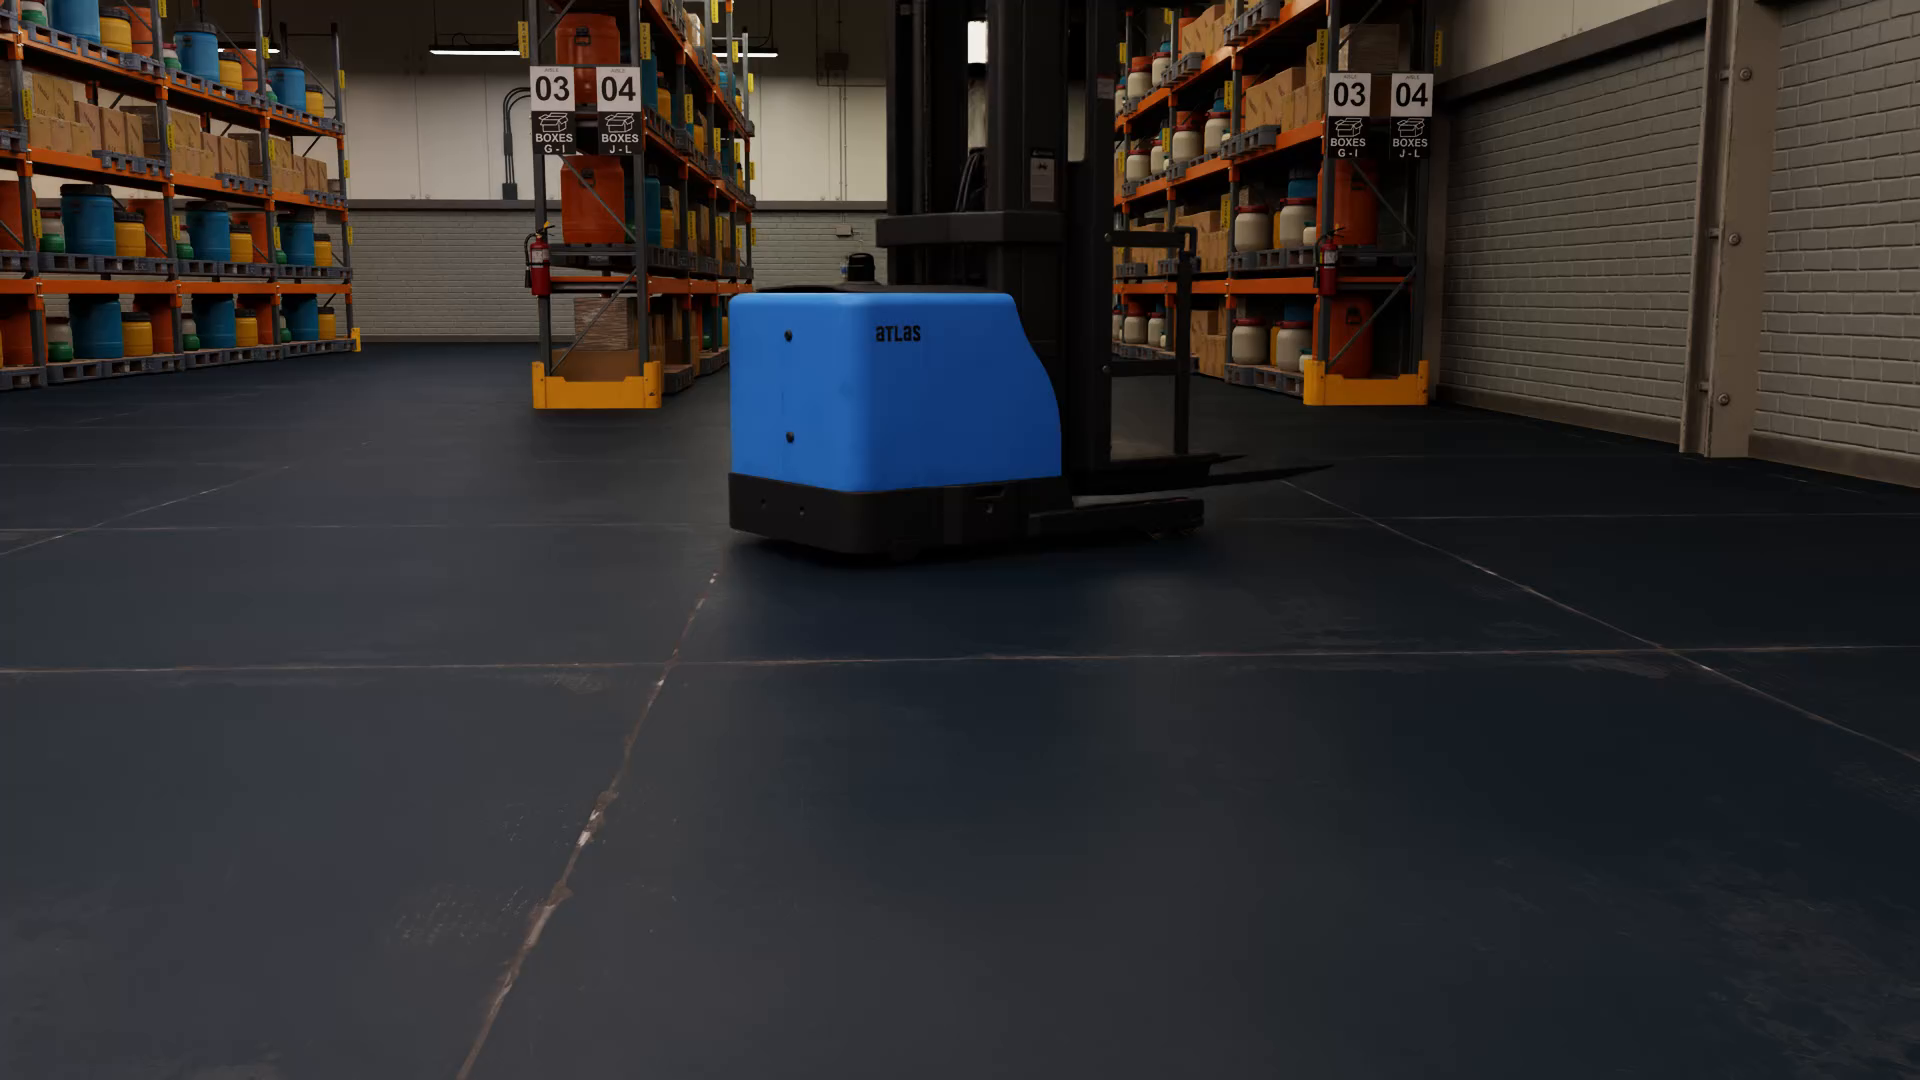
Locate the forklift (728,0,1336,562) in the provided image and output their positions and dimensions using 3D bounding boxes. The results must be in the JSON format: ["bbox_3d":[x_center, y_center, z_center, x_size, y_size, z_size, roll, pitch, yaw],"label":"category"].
[{"bbox_3d":[0.480,-1.513,7.518,3.031,2.935,1.130,-6,11,-37],"label":"forklift"}]
